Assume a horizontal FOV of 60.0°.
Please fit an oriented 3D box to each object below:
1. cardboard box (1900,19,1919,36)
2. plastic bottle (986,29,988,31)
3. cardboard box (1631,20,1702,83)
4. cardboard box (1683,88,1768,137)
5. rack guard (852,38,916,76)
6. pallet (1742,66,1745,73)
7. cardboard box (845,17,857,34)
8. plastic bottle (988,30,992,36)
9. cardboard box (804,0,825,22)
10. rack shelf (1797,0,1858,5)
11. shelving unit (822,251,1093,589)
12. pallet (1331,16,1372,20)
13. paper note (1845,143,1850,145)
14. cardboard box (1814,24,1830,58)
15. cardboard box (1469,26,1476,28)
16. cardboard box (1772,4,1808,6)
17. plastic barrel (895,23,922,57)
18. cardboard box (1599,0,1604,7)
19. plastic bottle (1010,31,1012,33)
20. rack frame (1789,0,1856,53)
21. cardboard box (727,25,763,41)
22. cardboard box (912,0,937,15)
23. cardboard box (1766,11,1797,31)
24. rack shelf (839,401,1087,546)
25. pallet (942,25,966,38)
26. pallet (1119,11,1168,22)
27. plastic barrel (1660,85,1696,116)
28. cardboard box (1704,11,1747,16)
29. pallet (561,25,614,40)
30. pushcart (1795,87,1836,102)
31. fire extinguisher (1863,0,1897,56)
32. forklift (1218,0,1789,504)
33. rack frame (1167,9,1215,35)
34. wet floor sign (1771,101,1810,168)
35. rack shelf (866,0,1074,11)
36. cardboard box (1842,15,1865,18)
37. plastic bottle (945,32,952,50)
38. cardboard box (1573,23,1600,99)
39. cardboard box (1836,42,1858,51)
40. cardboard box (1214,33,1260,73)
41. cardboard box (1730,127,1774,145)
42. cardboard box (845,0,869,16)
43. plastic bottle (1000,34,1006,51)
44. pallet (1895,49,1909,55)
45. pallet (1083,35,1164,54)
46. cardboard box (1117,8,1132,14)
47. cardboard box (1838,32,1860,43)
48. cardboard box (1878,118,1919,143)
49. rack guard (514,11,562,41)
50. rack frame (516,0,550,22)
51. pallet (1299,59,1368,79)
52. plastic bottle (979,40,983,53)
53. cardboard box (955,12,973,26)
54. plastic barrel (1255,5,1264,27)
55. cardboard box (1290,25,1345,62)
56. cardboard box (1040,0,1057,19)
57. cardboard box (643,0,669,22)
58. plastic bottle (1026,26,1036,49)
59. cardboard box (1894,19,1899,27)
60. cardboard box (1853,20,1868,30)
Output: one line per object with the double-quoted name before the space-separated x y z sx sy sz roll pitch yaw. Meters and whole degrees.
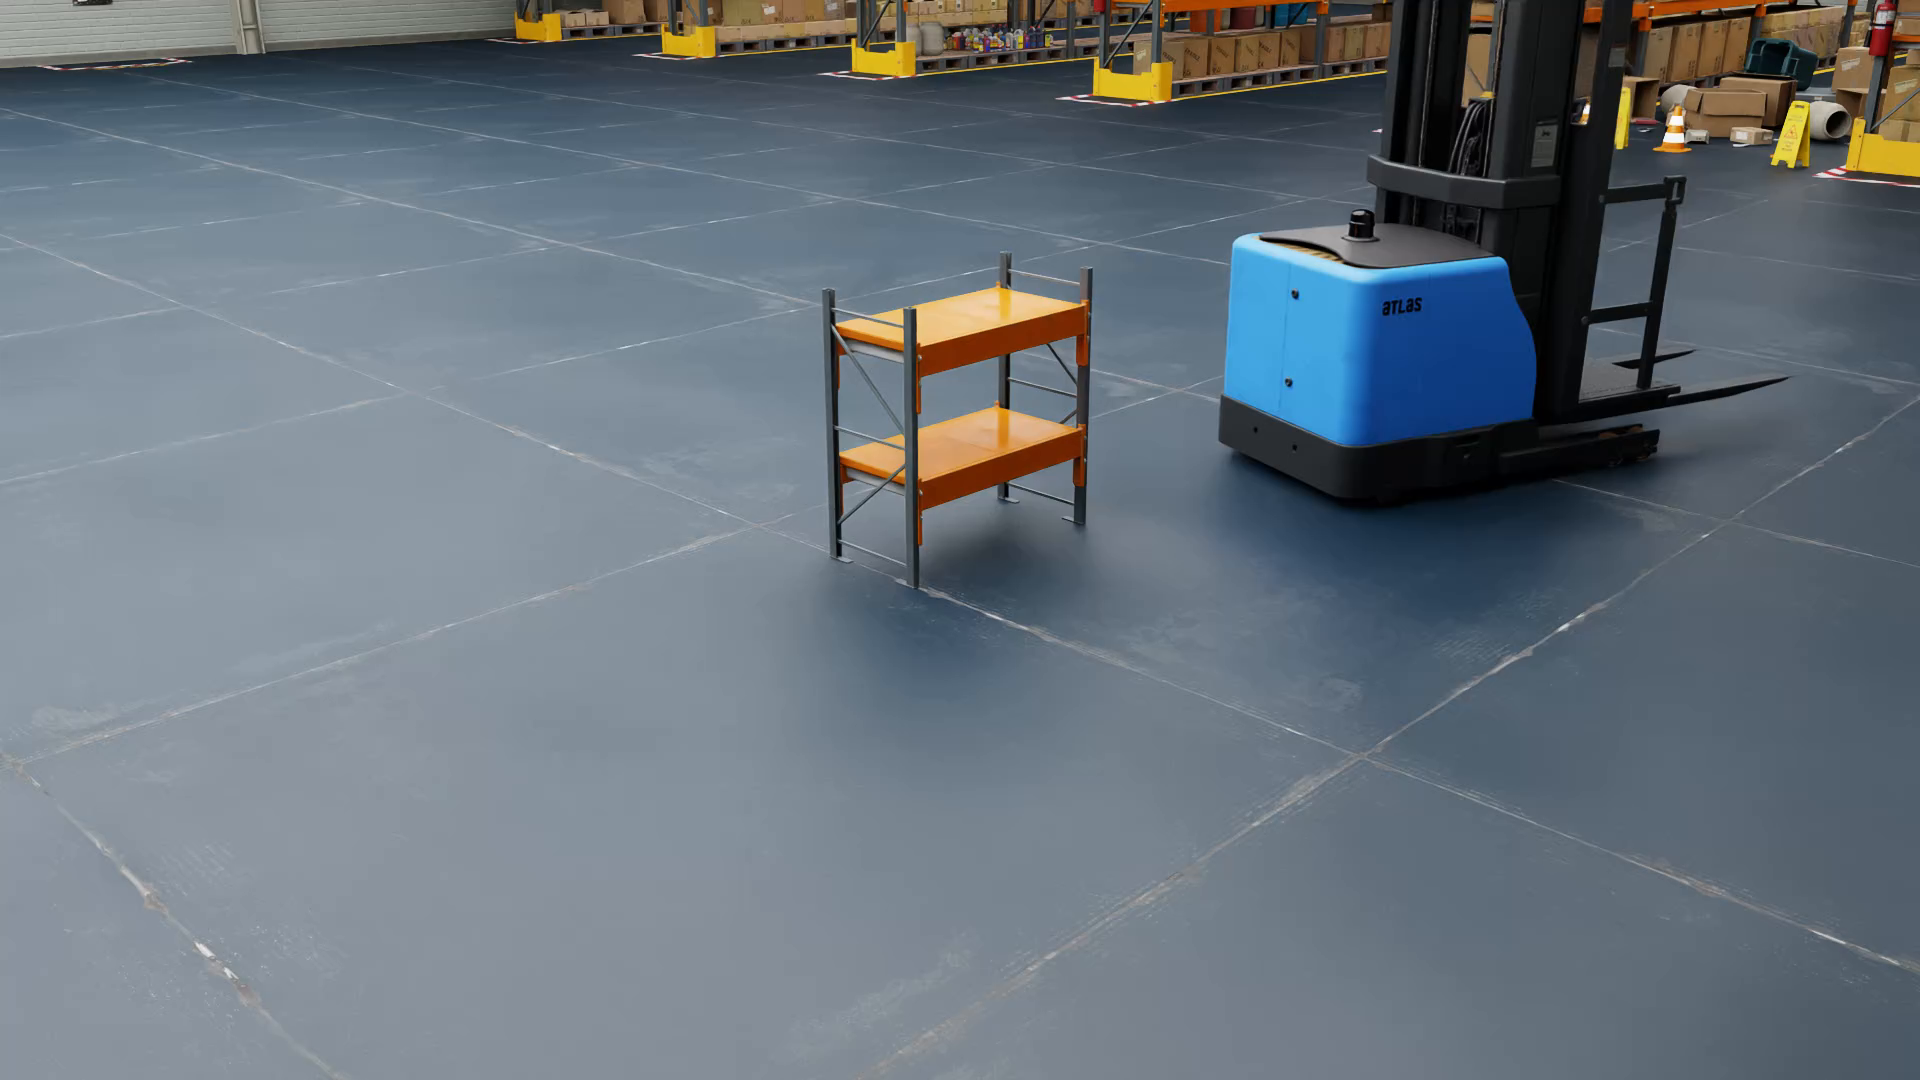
"cardboard box" 9.530 -5.058 16.403 0.250 0.149 0.380 -19 28 -40
"plastic bottle" 0.427 -8.527 28.252 0.133 0.283 0.061 -19 28 -40
"cardboard box" 9.640 -6.842 23.244 1.050 0.750 0.750 19 28 41
"cardboard box" 8.834 -4.946 19.240 0.797 0.503 0.637 2 21 4
"rack guard" -1.207 -7.610 26.177 1.175 0.500 0.348 19 28 41
"pallet" 11.932 -7.194 25.497 1.003 0.211 1.213 19 28 41
"cardboard box" -2.150 -9.753 31.516 0.500 0.250 0.500 19 28 41
"plastic bottle" 0.496 -8.506 28.214 0.097 0.271 0.097 0 21 0
"cardboard box" -2.853 -9.848 30.718 0.500 0.500 0.500 19 28 41
"rack shelf" 15.572 -9.502 28.617 1.077 0.370 4.000 19 28 41
"shelving unit" 0.005 -0.527 6.877 0.538 1.125 1.048 19 28 41
"pallet" 8.481 -11.042 35.510 1.003 0.211 1.213 19 28 41
"paper note" 9.942 -4.415 18.518 0.142 0.019 0.148 9 23 23
"cardboard box" 13.483 -7.967 26.521 0.500 0.500 0.500 18 28 39
"cardboard box" 8.399 -8.939 28.526 1.225 0.875 0.875 18 27 38
"cardboard box" 13.472 -8.579 27.066 0.500 0.250 0.500 18 27 38
"plastic barrel" -0.822 -7.969 26.508 0.421 0.512 0.421 0 21 0
"cardboard box" 7.979 -7.092 21.136 0.875 0.550 0.550 19 28 41
"plastic bottle" 0.870 -8.360 27.817 0.061 0.283 0.133 19 28 41
"rack frame" 14.176 -9.323 27.150 1.000 3.000 0.127 19 28 41
"cardboard box" -3.893 -9.110 29.844 0.500 0.250 0.500 19 28 41
"cardboard box" -0.803 -10.493 32.660 0.500 0.311 0.500 18 27 39
"cardboard box" 12.394 -7.921 25.356 0.500 0.250 0.500 19 28 40
"rack shelf" 0.005 -0.299 6.965 0.538 0.278 1.000 19 28 41
"pallet" -0.645 -10.227 33.388 1.003 0.211 1.213 19 28 41
"pallet" 4.078 -11.945 37.859 1.003 0.211 1.213 19 28 41
"plastic barrel" 8.903 -5.389 20.504 0.421 0.421 0.512 -2 21 -5
"cardboard box" 11.675 -7.916 25.342 0.500 0.250 0.500 18 28 39
"pallet" -7.680 -10.143 33.170 1.003 0.211 1.213 19 28 41
"pushcart" 10.544 -5.388 20.566 1.648 0.377 0.936 9 23 23
"fire extinguisher" 9.012 -5.075 16.206 0.296 0.674 0.183 19 28 41
"forklift" 2.818 -1.878 7.874 3.031 2.935 1.130 -10 23 -24
"rack frame" 4.354 -10.802 30.997 1.000 3.000 0.127 19 28 41
"wet floor sign" 8.523 -4.146 16.961 0.232 0.644 0.267 -10 23 -24
"rack shelf" 0.169 -8.924 27.114 1.077 0.370 4.000 19 28 41
"cardboard box" 15.670 -9.158 29.278 0.250 0.149 0.380 -19 28 -40
"plastic bottle" -0.191 -8.299 27.659 0.133 0.283 0.061 -19 28 -41
"cardboard box" 7.481 -6.094 21.125 0.875 0.875 0.875 20 28 41
"cardboard box" 14.661 -8.202 27.620 0.380 0.149 0.250 18 27 38
"cardboard box" 4.034 -7.142 24.374 0.500 0.500 0.500 16 26 36
"cardboard box" 8.889 -4.537 18.672 0.250 0.149 0.380 -6 22 -15
"cardboard box" -1.906 -10.365 32.325 0.500 0.311 0.500 19 28 41
"plastic bottle" 0.712 -8.231 27.499 0.097 0.271 0.097 0 21 0
"pallet" 16.322 -8.830 29.754 1.003 0.211 1.213 19 28 41
"pallet" 2.935 -8.999 30.193 1.003 0.211 1.213 19 28 41
"cardboard box" 3.459 -11.911 36.753 0.500 0.500 0.500 19 28 40
"cardboard box" 14.659 -8.340 27.567 0.250 0.149 0.380 -19 28 -40
"cardboard box" 9.810 -4.219 17.119 0.500 0.250 0.500 19 28 40
"rack guard" -8.272 -10.078 32.598 1.175 0.500 0.348 19 28 41
"rack frame" -8.325 -11.225 32.098 1.000 3.000 0.127 19 28 41
"pallet" 5.654 -7.433 26.119 1.003 0.211 1.213 19 28 41
"plastic bottle" 0.334 -8.059 27.149 0.097 0.201 0.097 0 21 0
"cardboard box" -0.095 -10.497 33.451 0.500 0.250 0.500 -19 28 -41
"plastic barrel" 5.801 -10.425 32.898 0.421 0.512 0.421 0 21 0
"cardboard box" 5.556 -7.725 25.863 0.700 0.500 0.500 17 27 37
"cardboard box" 1.691 -11.263 35.067 0.500 0.500 0.500 18 27 39
"cardboard box" -6.230 -11.015 34.423 0.500 0.500 0.500 17 27 37
"plastic bottle" 1.187 -8.456 27.972 0.144 0.351 0.185 18 27 38
"cardboard box" 16.100 -9.013 28.901 0.250 0.149 0.380 -19 28 -40
"cardboard box" 15.107 -8.709 28.111 0.380 0.149 0.250 18 28 39
